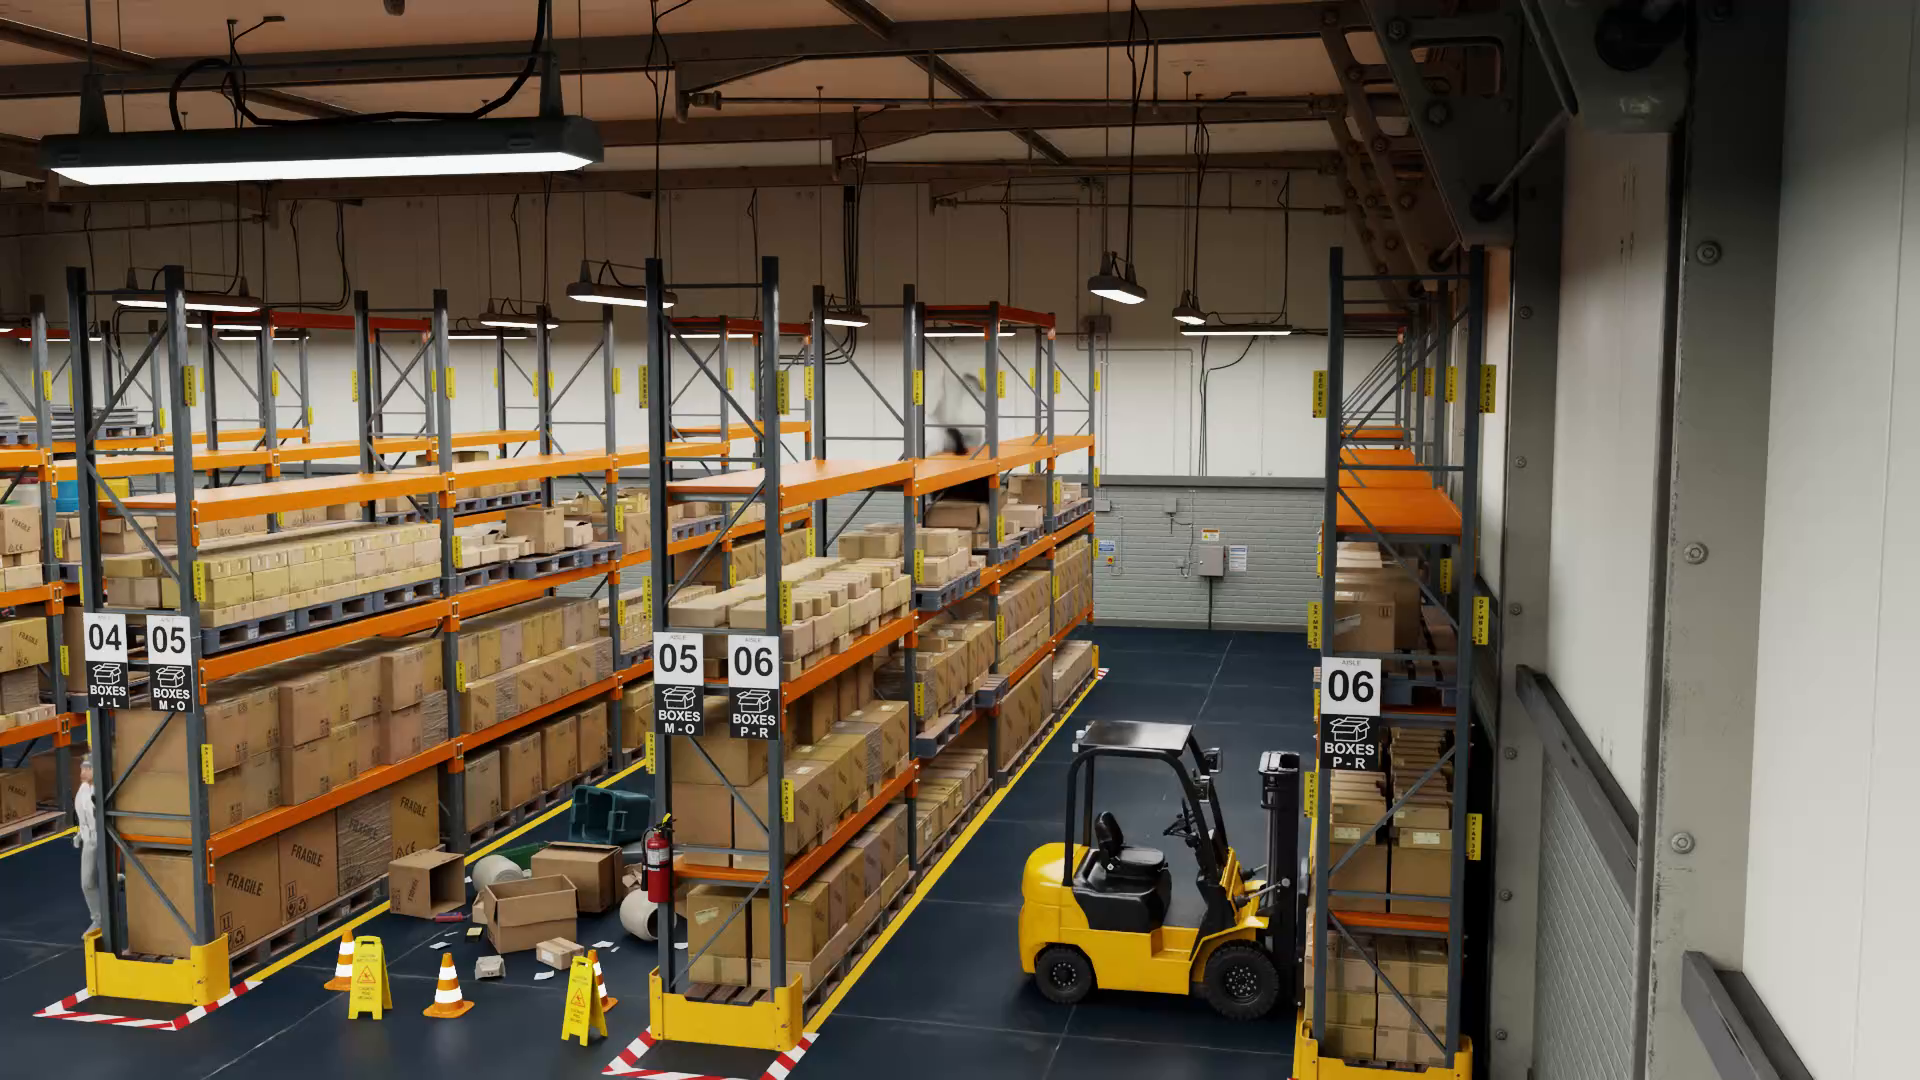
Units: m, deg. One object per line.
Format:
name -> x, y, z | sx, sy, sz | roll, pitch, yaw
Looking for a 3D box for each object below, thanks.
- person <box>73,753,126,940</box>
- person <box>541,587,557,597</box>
person -> -7.872, 2.789, 15.411 | 0.628, 1.720, 0.686 | 2, 6, 20
person -> -8.071, 1.014, 32.267 | 0.897, 1.745, 0.712 | 2, 6, 23
